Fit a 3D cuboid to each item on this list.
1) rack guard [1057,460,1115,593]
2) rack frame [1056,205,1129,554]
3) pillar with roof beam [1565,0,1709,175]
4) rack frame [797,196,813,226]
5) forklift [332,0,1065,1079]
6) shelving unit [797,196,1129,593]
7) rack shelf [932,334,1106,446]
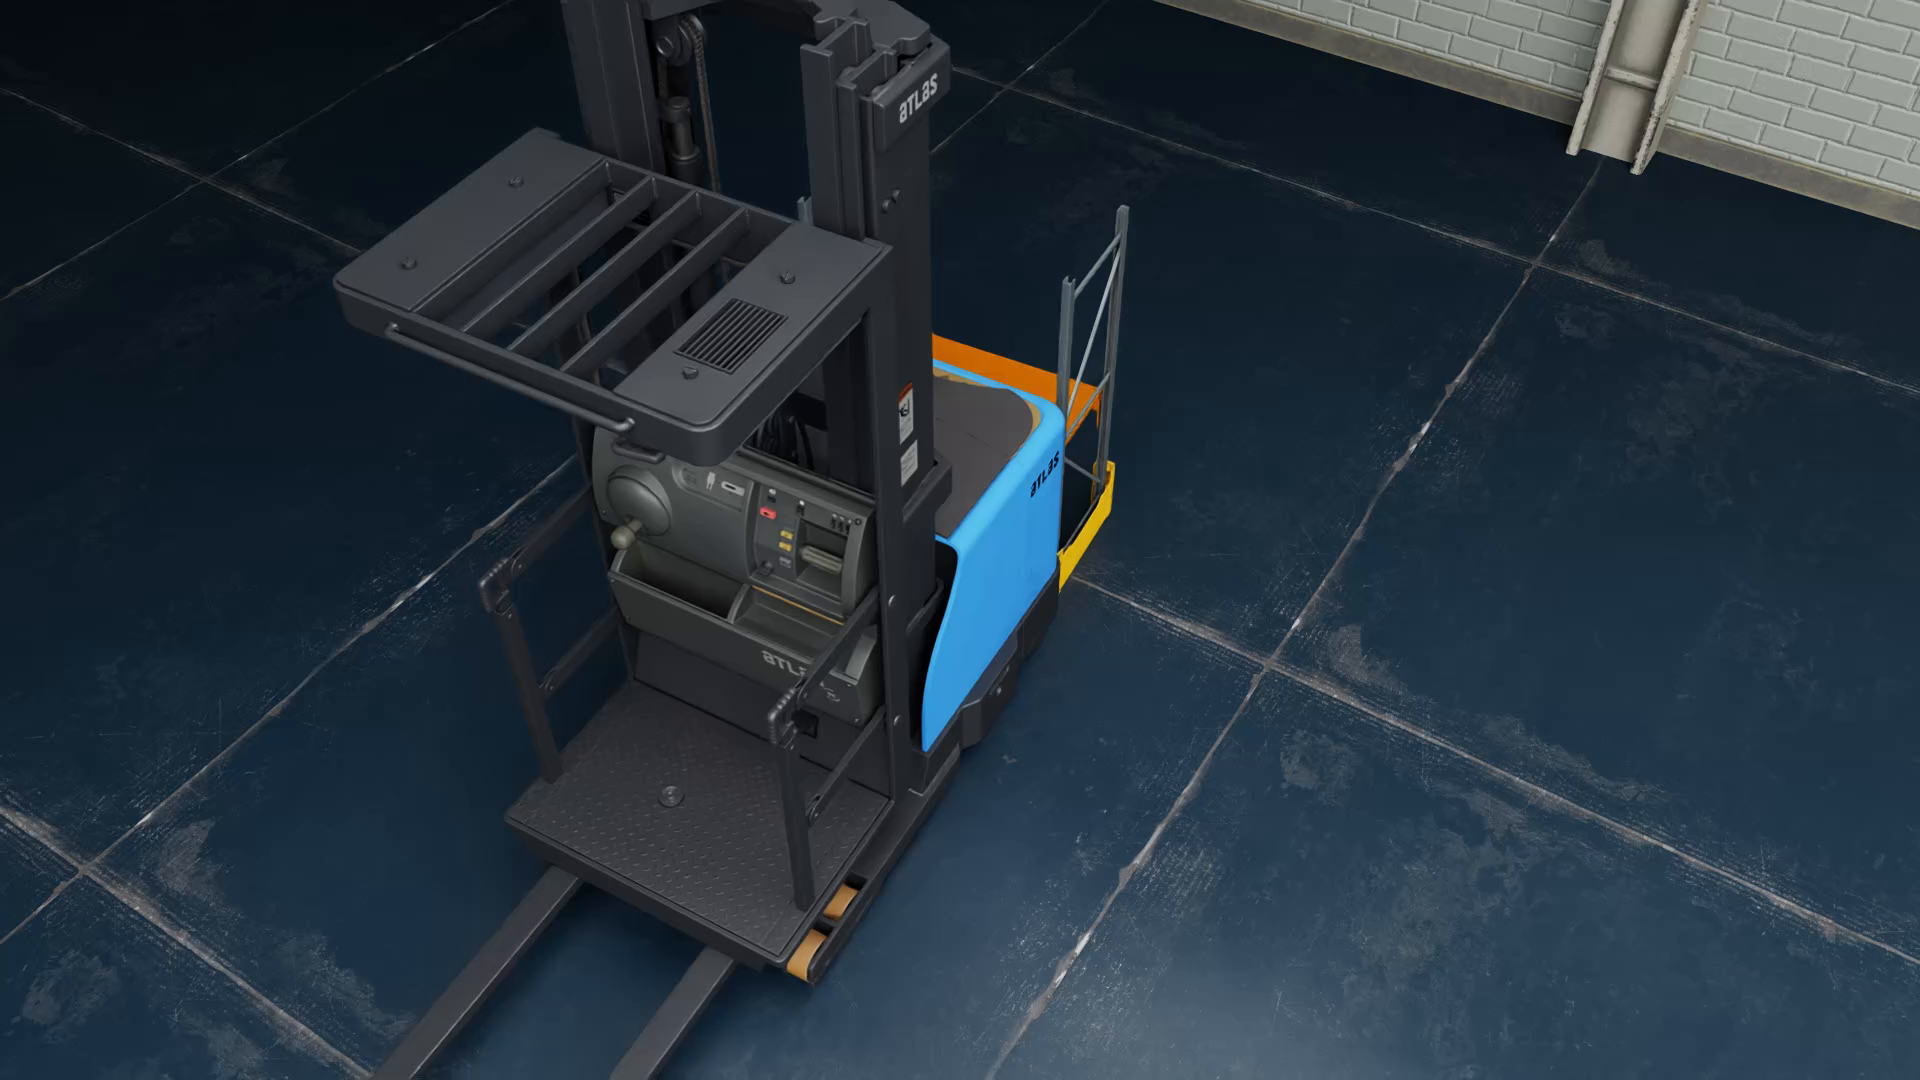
[{"bbox_3d":[0.463,-0.047,6.621,0.087,0.250,0.587,20,49,18],"label":"rack guard"},{"bbox_3d":[0.464,-0.482,6.173,0.032,1.500,0.500,20,49,18],"label":"rack frame"},{"bbox_3d":[1.101,-2.588,2.990,0.400,9.000,9.100,25,51,22],"label":"pillar with roof beam"},{"bbox_3d":[-0.442,-0.813,6.494,0.032,1.500,0.500,20,49,18],"label":"rack frame"},{"bbox_3d":[-0.781,0.019,4.688,1.130,2.935,3.031,22,50,20],"label":"forklift"},{"bbox_3d":[0.019,-0.645,6.331,1.083,1.500,0.587,20,49,18],"label":"shelving unit"},{"bbox_3d":[0.011,-0.522,6.463,1.000,0.185,0.538,20,49,18],"label":"rack shelf"}]
